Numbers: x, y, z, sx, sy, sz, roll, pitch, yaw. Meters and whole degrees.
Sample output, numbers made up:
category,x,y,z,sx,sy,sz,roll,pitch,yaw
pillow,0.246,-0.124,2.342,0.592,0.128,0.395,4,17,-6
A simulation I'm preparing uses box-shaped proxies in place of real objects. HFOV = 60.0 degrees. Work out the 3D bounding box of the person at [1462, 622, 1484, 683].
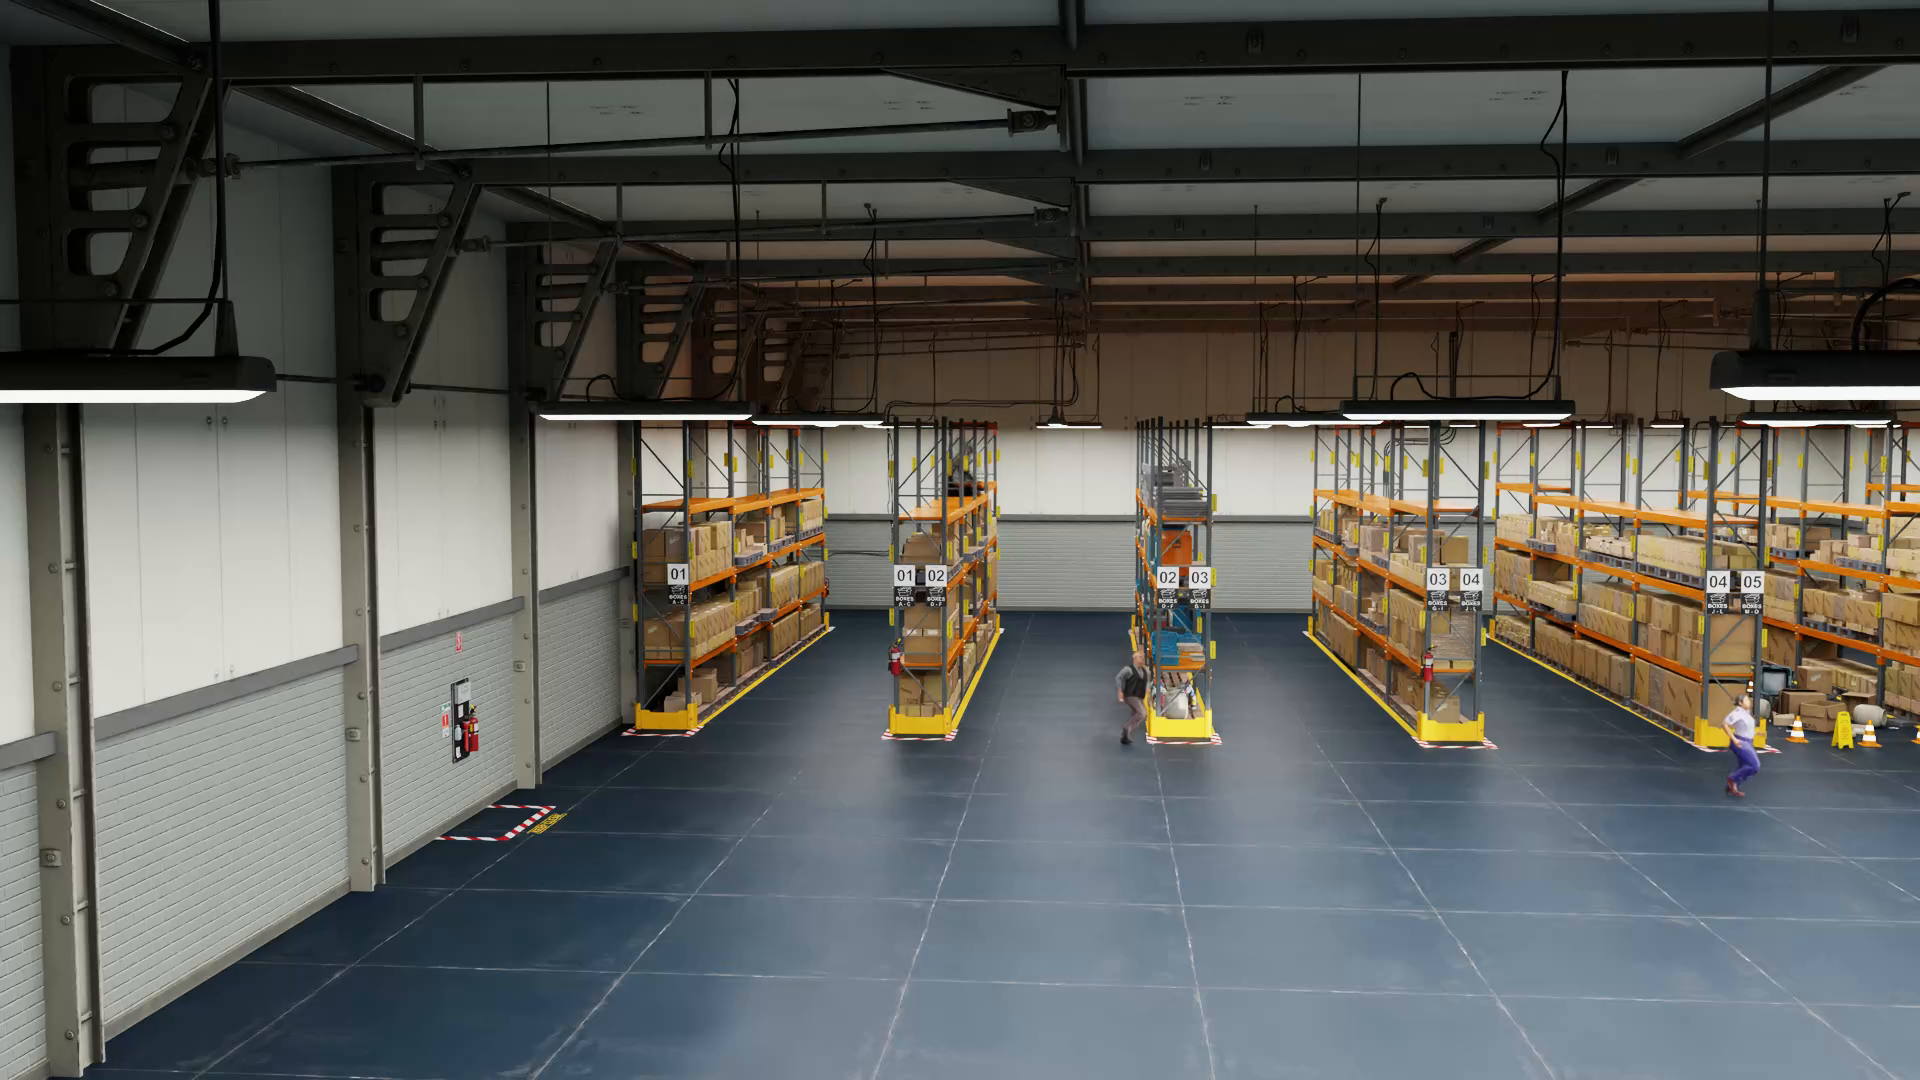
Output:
category,x,y,z,sx,sy,sz,roll,pitch,yaw
person,11.640,2.376,37.835,0.690,1.821,0.710,0,4,1

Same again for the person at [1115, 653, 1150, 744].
category,x,y,z,sx,sy,sz,roll,pitch,yaw
person,3.255,2.898,30.453,0.662,1.653,0.612,-3,5,-40

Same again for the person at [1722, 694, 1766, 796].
category,x,y,z,sx,sy,sz,roll,pitch,yaw
person,12.281,3.214,26.002,0.567,1.606,0.593,3,5,39

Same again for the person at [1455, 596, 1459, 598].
category,x,y,z,sx,sy,sz,roll,pitch,yaw
person,13.562,1.896,46.312,0.685,1.614,0.570,3,5,40
